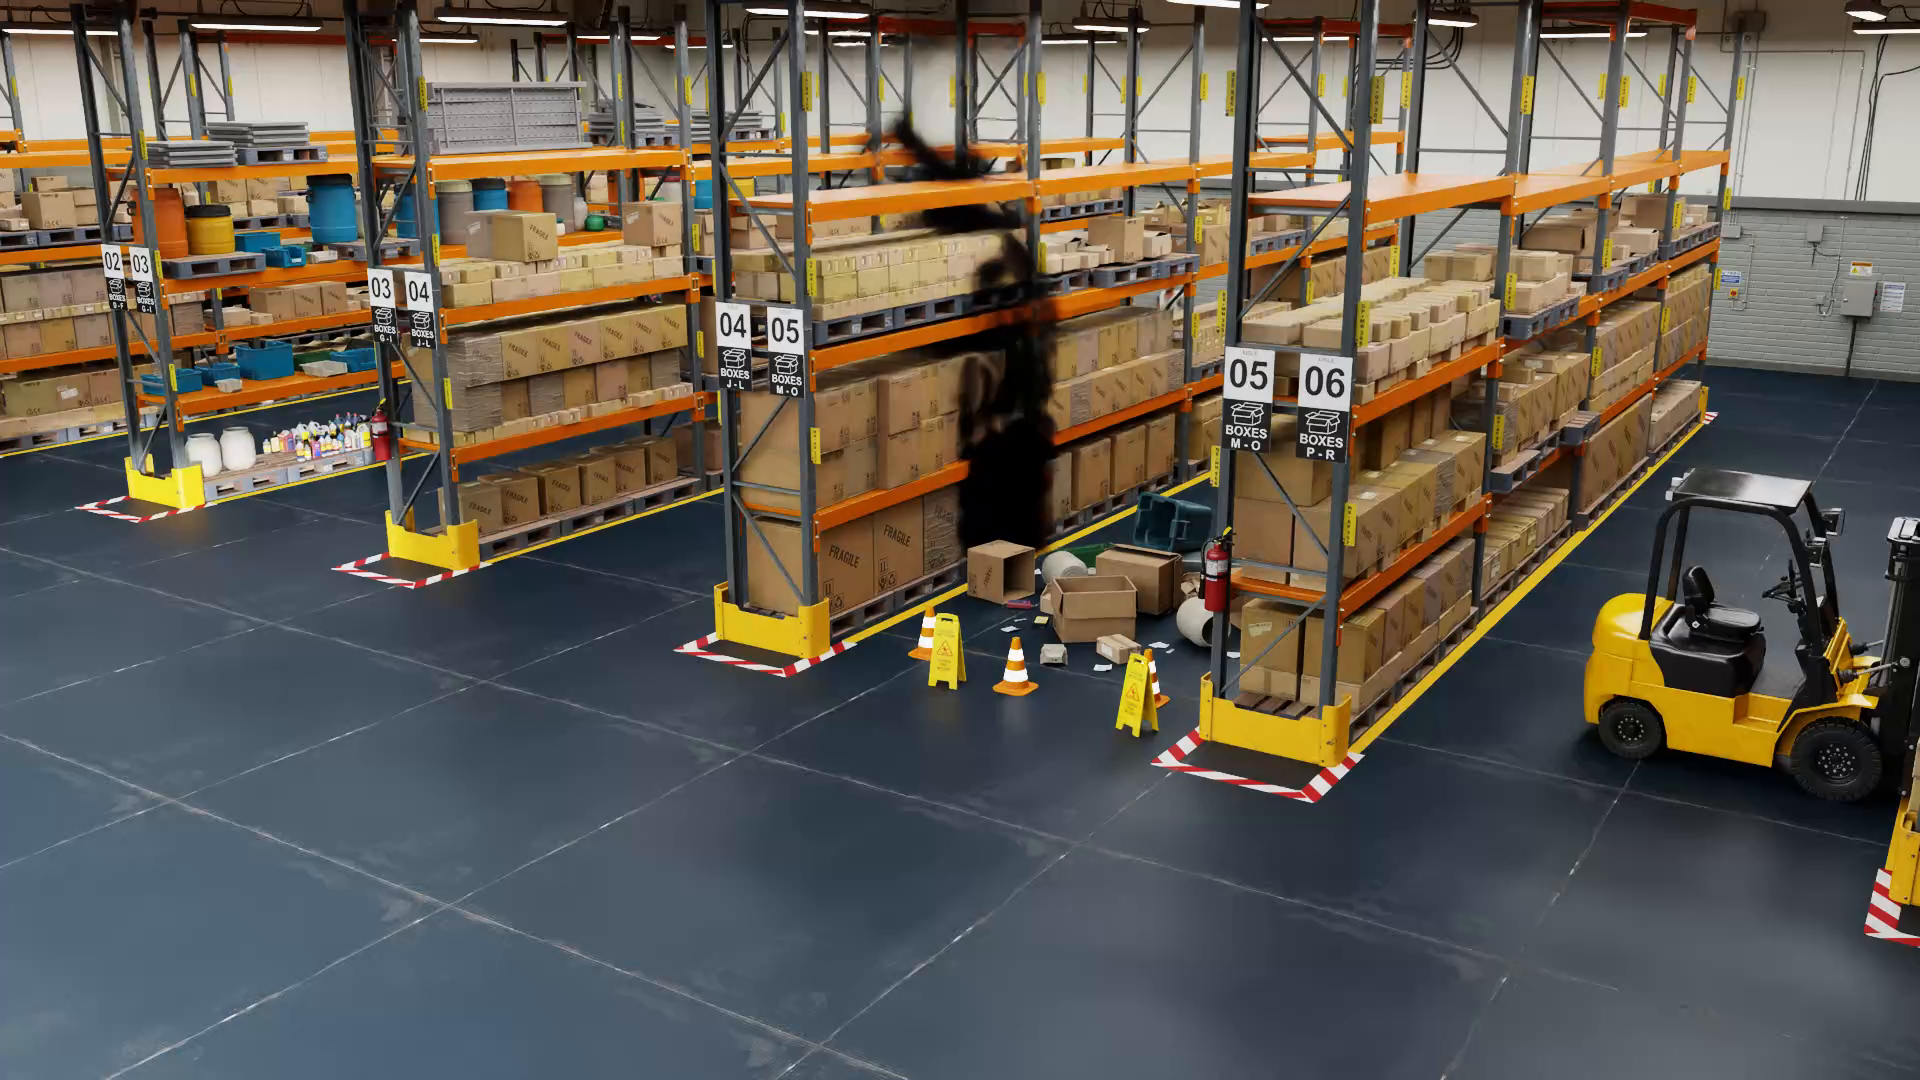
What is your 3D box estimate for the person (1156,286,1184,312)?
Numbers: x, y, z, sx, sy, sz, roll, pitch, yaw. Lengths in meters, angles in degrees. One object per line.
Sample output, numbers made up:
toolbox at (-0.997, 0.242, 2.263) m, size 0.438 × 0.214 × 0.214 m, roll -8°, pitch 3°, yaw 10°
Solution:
person at (3.703, -3.773, 29.417) m, size 0.660 × 1.775 × 0.966 m, roll 7°, pitch 17°, yaw 25°
